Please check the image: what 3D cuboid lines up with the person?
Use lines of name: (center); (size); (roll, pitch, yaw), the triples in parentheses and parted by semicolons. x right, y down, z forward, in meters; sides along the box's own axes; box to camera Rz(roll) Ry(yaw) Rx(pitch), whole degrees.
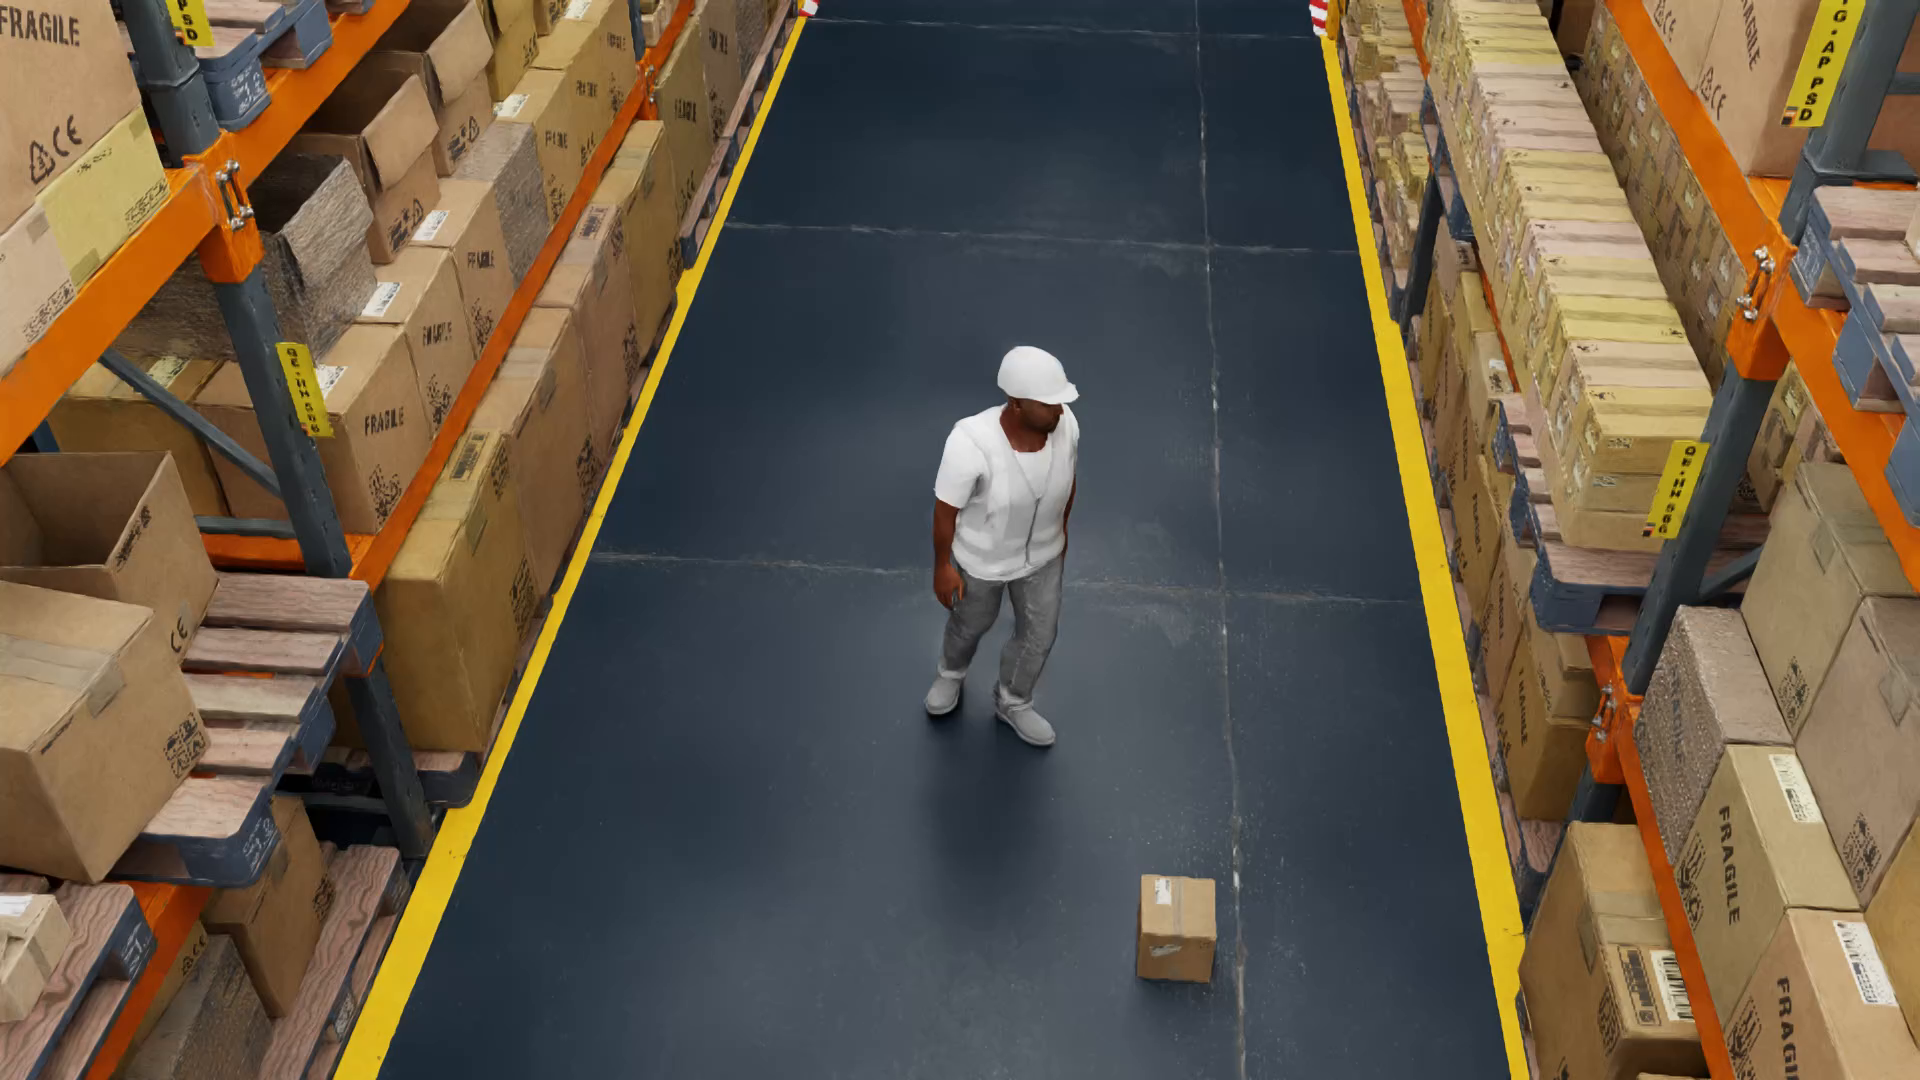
person: (0.155, 0.010, 6.131); (0.605, 1.754, 0.559); (-18, 43, -20)
